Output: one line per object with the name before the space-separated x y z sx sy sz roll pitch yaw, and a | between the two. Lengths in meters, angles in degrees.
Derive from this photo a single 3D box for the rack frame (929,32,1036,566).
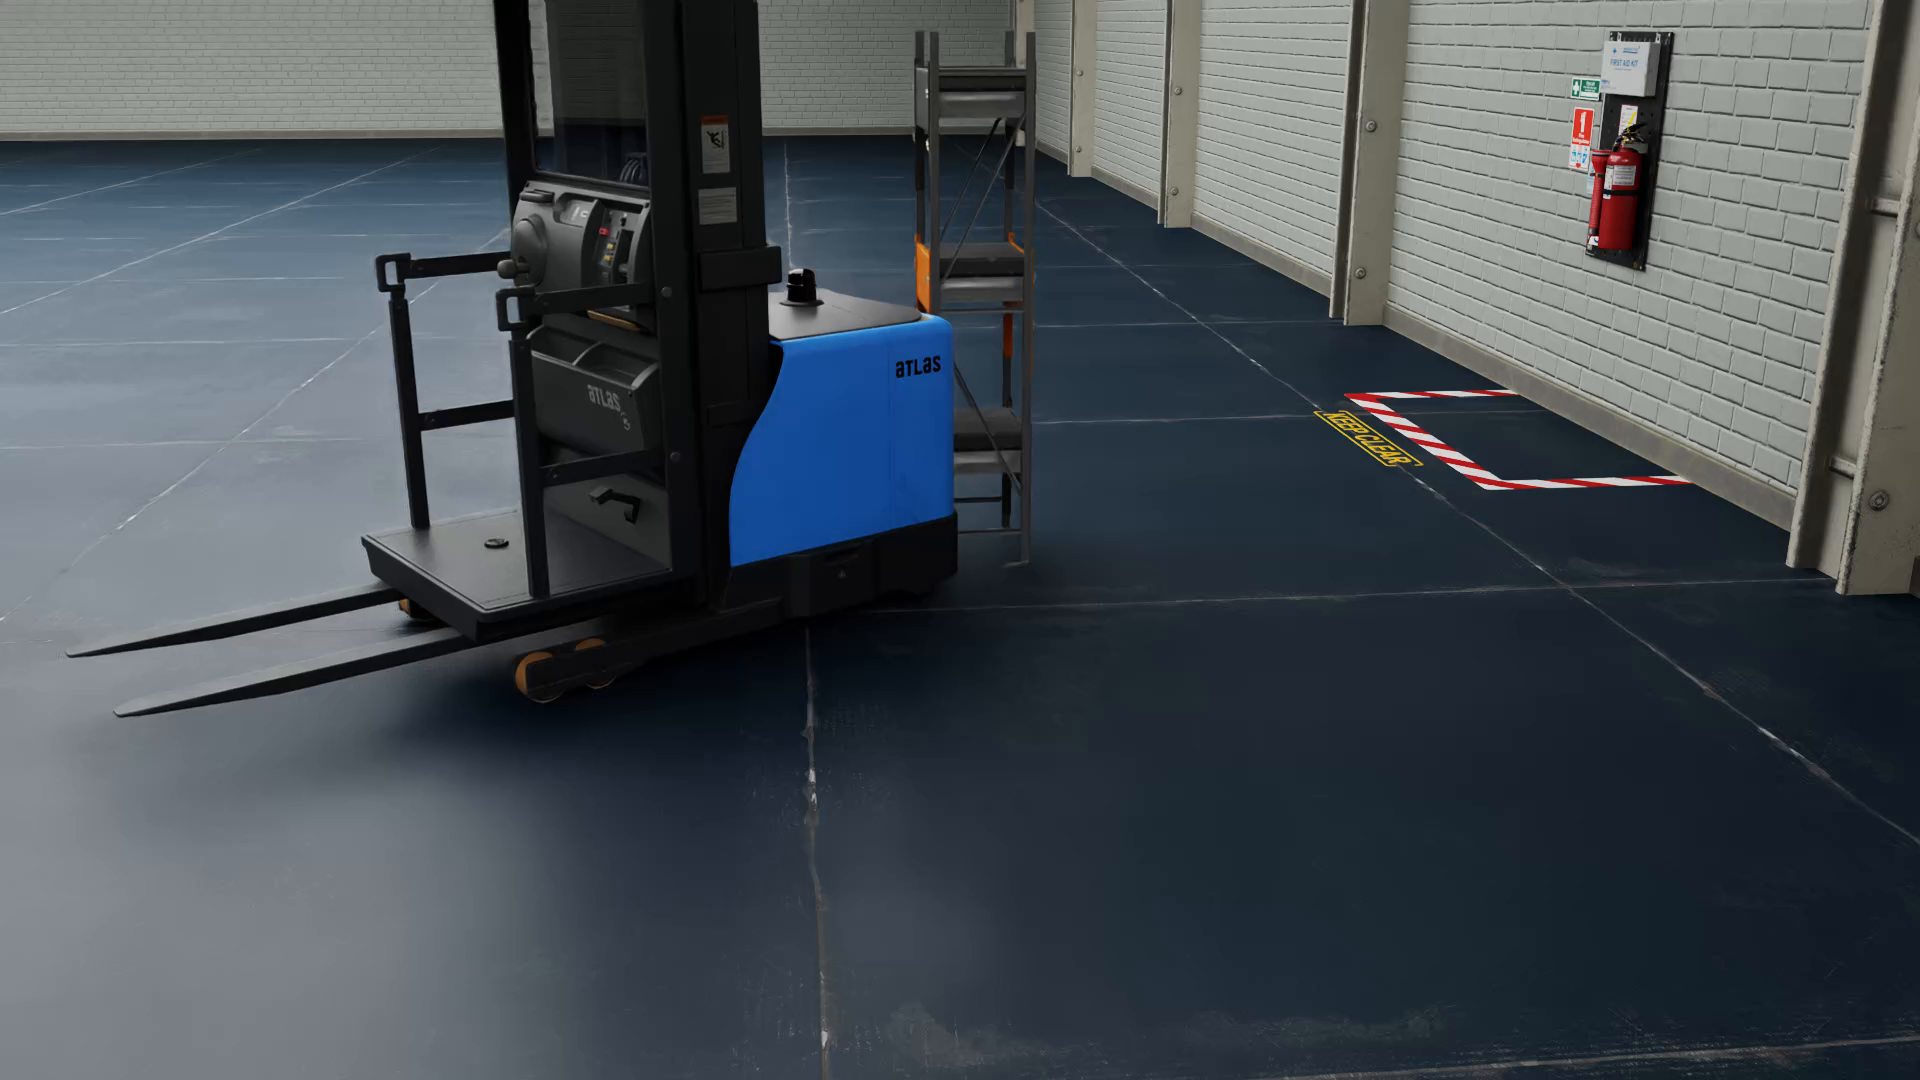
rack frame | 0.085 -0.892 6.513 0.400 2.100 0.015 -2 18 -7

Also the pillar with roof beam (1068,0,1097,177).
pillar with roof beam | -2.559 -9.372 22.004 9.100 9.000 0.400 -2 18 -6

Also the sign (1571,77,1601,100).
sign | 3.400 -2.453 9.038 0.001 0.109 0.331 -2 18 -6

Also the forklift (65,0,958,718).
forklift | -1.472 -1.040 5.596 3.031 2.935 1.130 -14 22 -37

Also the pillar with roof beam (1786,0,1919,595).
pillar with roof beam | -0.702 -4.009 4.922 9.100 9.000 0.400 -2 18 -6

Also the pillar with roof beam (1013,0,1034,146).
pillar with roof beam | -3.178 -11.159 27.698 9.100 9.000 0.400 -2 18 -6

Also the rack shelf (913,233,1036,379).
rack shelf | 0.051 -0.952 6.747 0.431 0.518 0.480 -2 18 -7

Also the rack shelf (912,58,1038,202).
rack shelf | 0.052 -1.620 6.538 0.431 0.518 0.480 -2 18 -7

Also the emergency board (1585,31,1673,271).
emergency board | 3.363 -2.017 8.594 0.194 1.169 0.643 -2 18 -6

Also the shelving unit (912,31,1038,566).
shelving unit | 0.051 -0.965 6.743 0.431 2.100 0.503 -2 18 -7

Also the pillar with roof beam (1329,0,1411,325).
pillar with roof beam | -1.321 -5.796 10.616 9.100 9.000 0.400 -2 18 -6

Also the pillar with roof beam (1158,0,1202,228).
pillar with roof beam | -1.940 -7.584 16.310 9.100 9.000 0.400 -2 18 -6

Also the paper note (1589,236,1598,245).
paper note | 3.413 -1.651 8.900 0.016 0.148 0.142 -2 18 -6

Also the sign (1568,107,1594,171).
sign | 3.408 -2.202 9.123 0.001 0.329 0.234 -2 18 -6

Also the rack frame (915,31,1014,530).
rack frame | 0.018 -1.037 6.974 0.400 2.100 0.015 -2 18 -7

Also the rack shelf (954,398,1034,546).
rack shelf | 0.051 -0.284 6.956 0.431 0.518 0.480 -2 18 -7
